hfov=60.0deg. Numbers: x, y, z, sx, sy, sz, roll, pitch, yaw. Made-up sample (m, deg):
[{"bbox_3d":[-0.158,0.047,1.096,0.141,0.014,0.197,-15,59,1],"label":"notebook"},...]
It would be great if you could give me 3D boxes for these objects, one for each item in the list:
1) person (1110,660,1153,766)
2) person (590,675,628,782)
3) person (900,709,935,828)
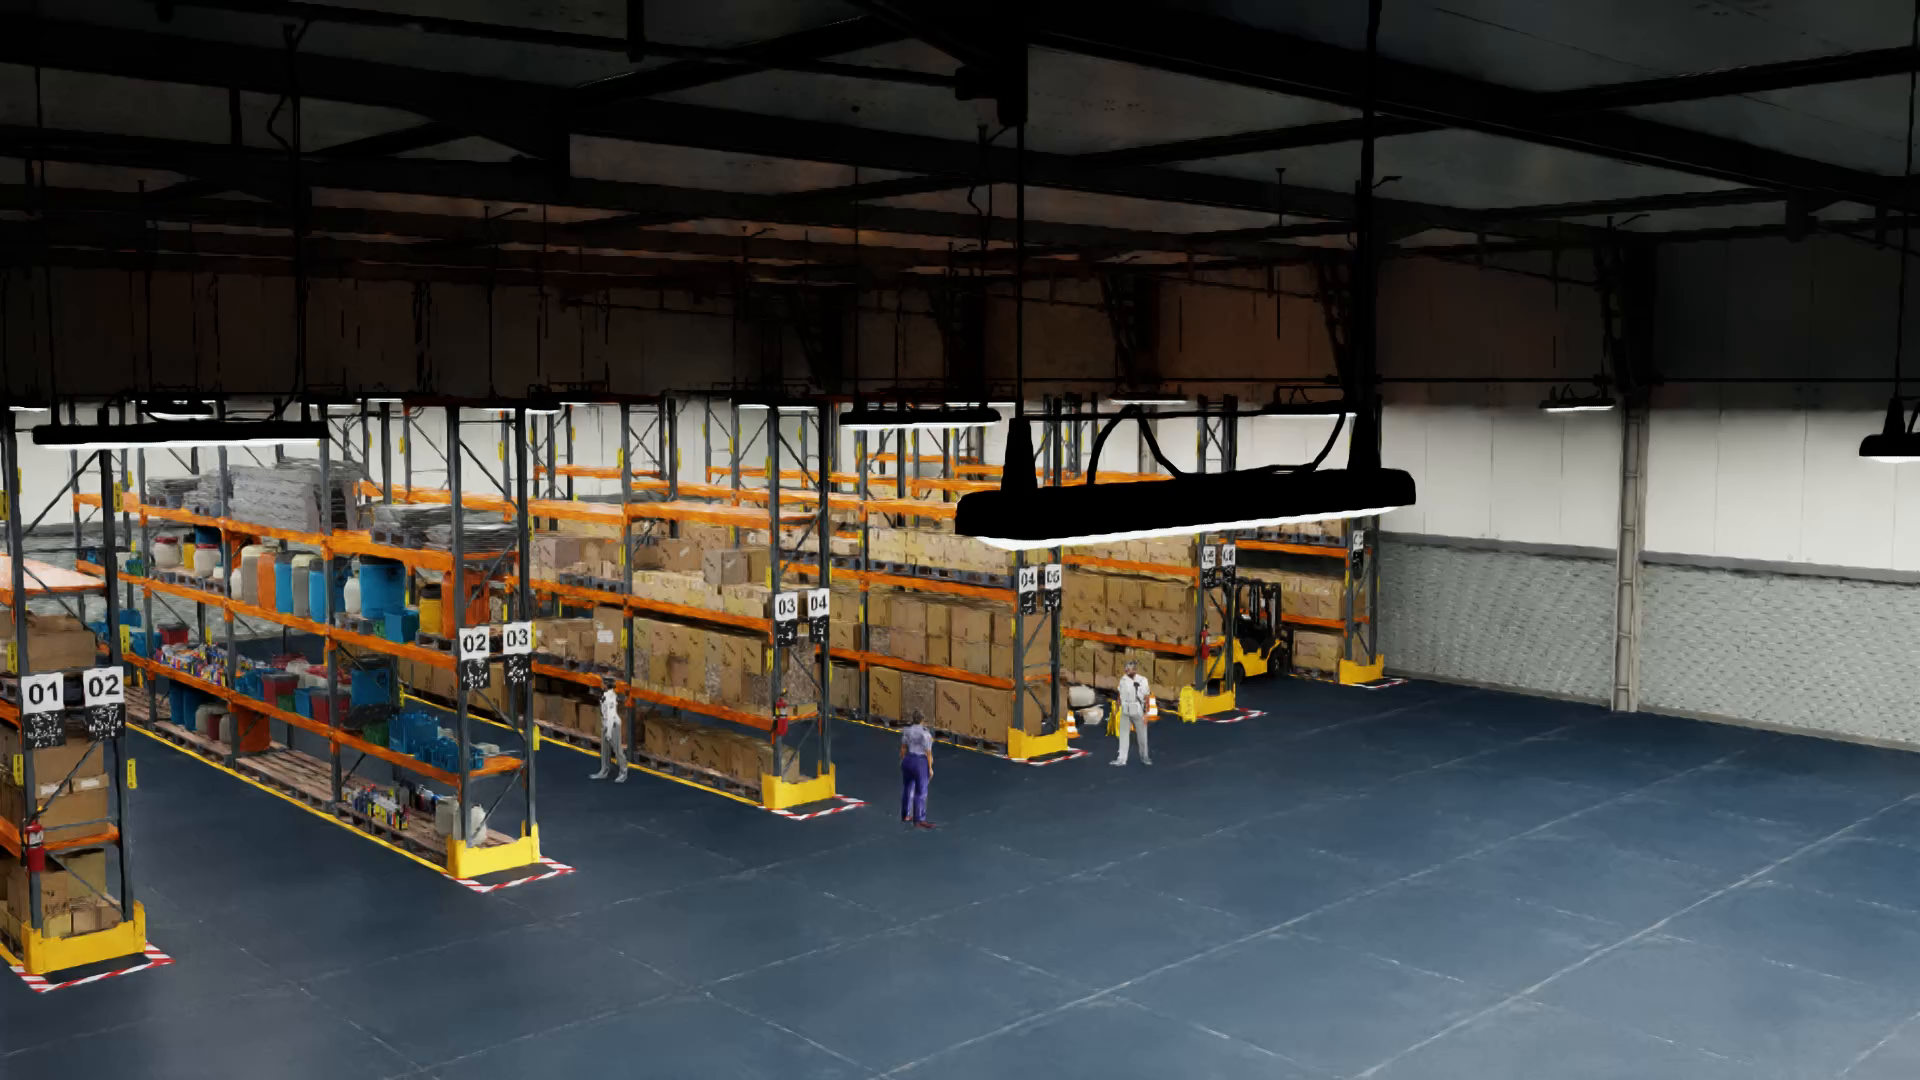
[{"bbox_3d":[2.810,2.824,27.289,0.675,1.734,0.632,3,6,30],"label":"person"},{"bbox_3d":[-5.554,2.953,26.226,0.555,1.664,0.584,-2,6,-23],"label":"person"},{"bbox_3d":[-0.616,3.220,23.608,0.629,1.642,0.375,4,7,38],"label":"person"}]
